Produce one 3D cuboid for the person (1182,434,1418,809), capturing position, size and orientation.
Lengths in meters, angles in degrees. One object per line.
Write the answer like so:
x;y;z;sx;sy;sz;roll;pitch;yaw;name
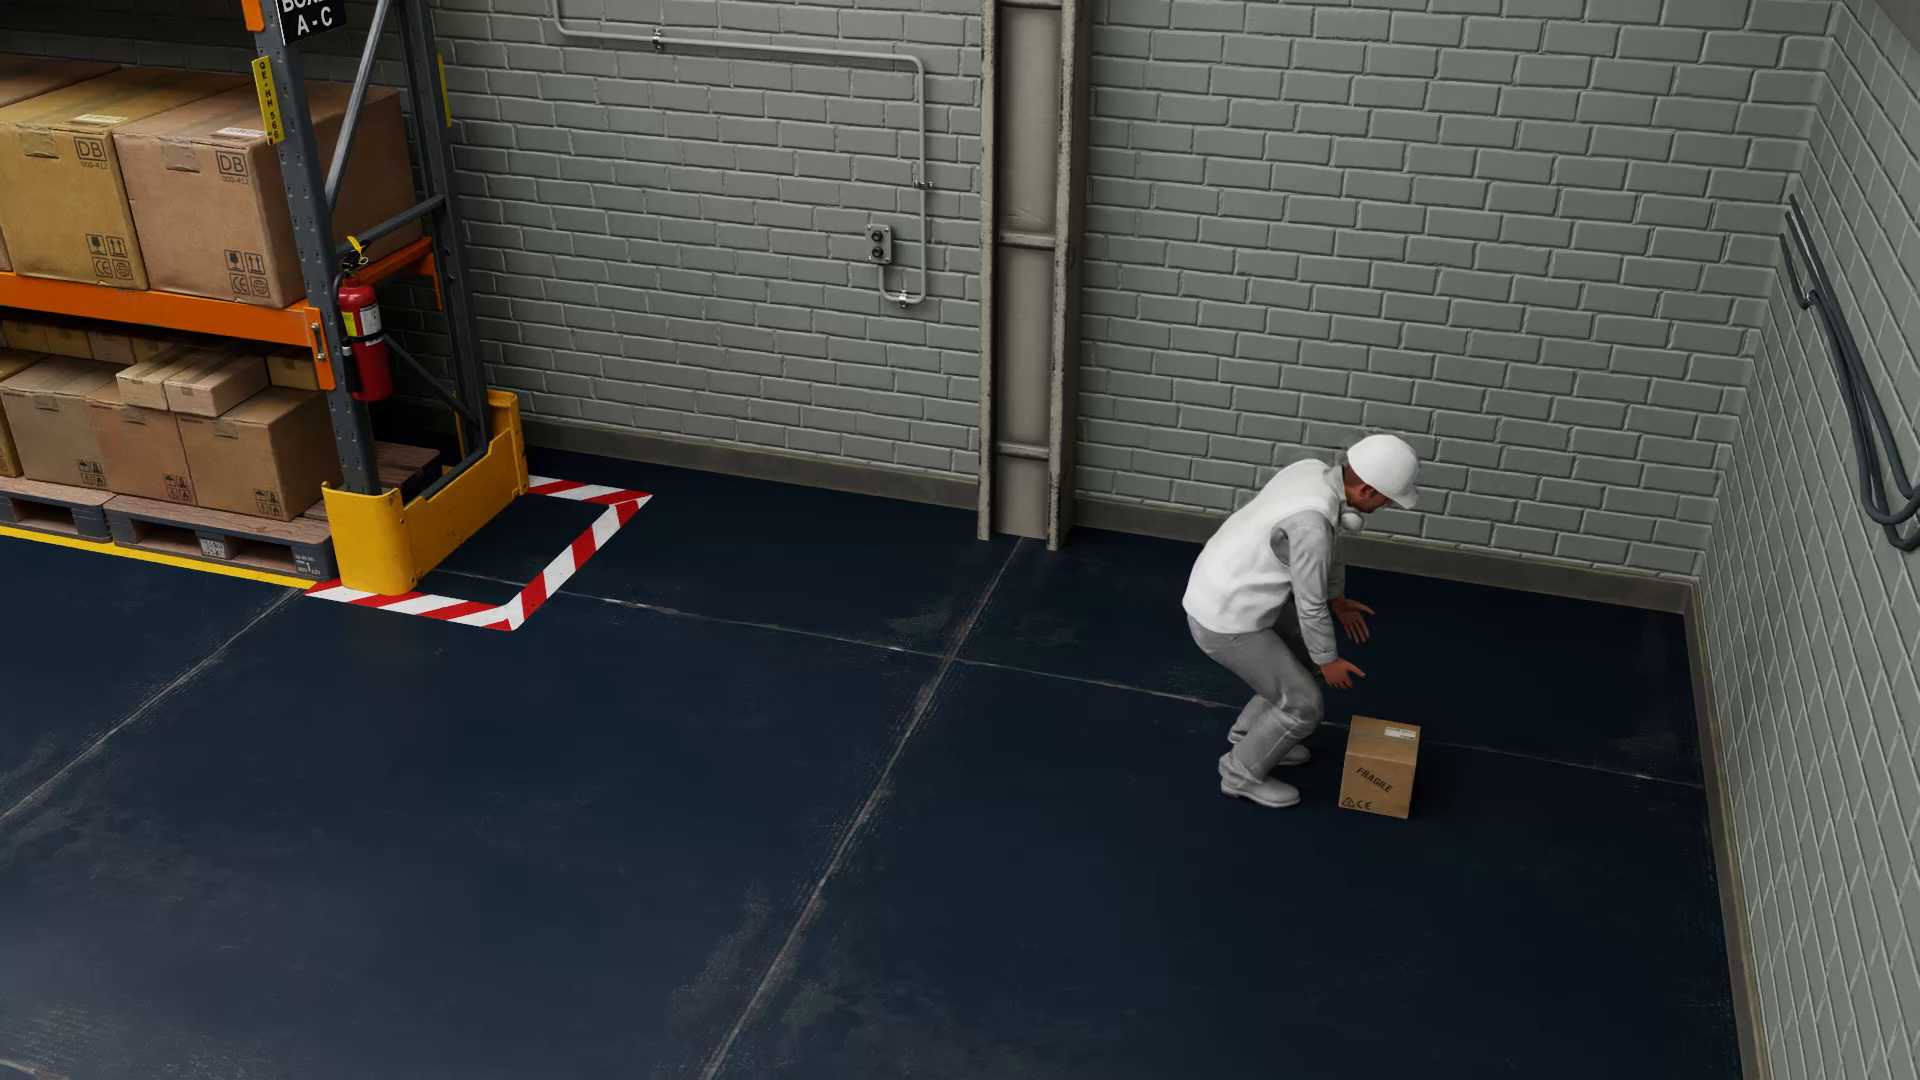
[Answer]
1.191;0.249;5.990;0.753;1.449;0.591;9;30;15;person
